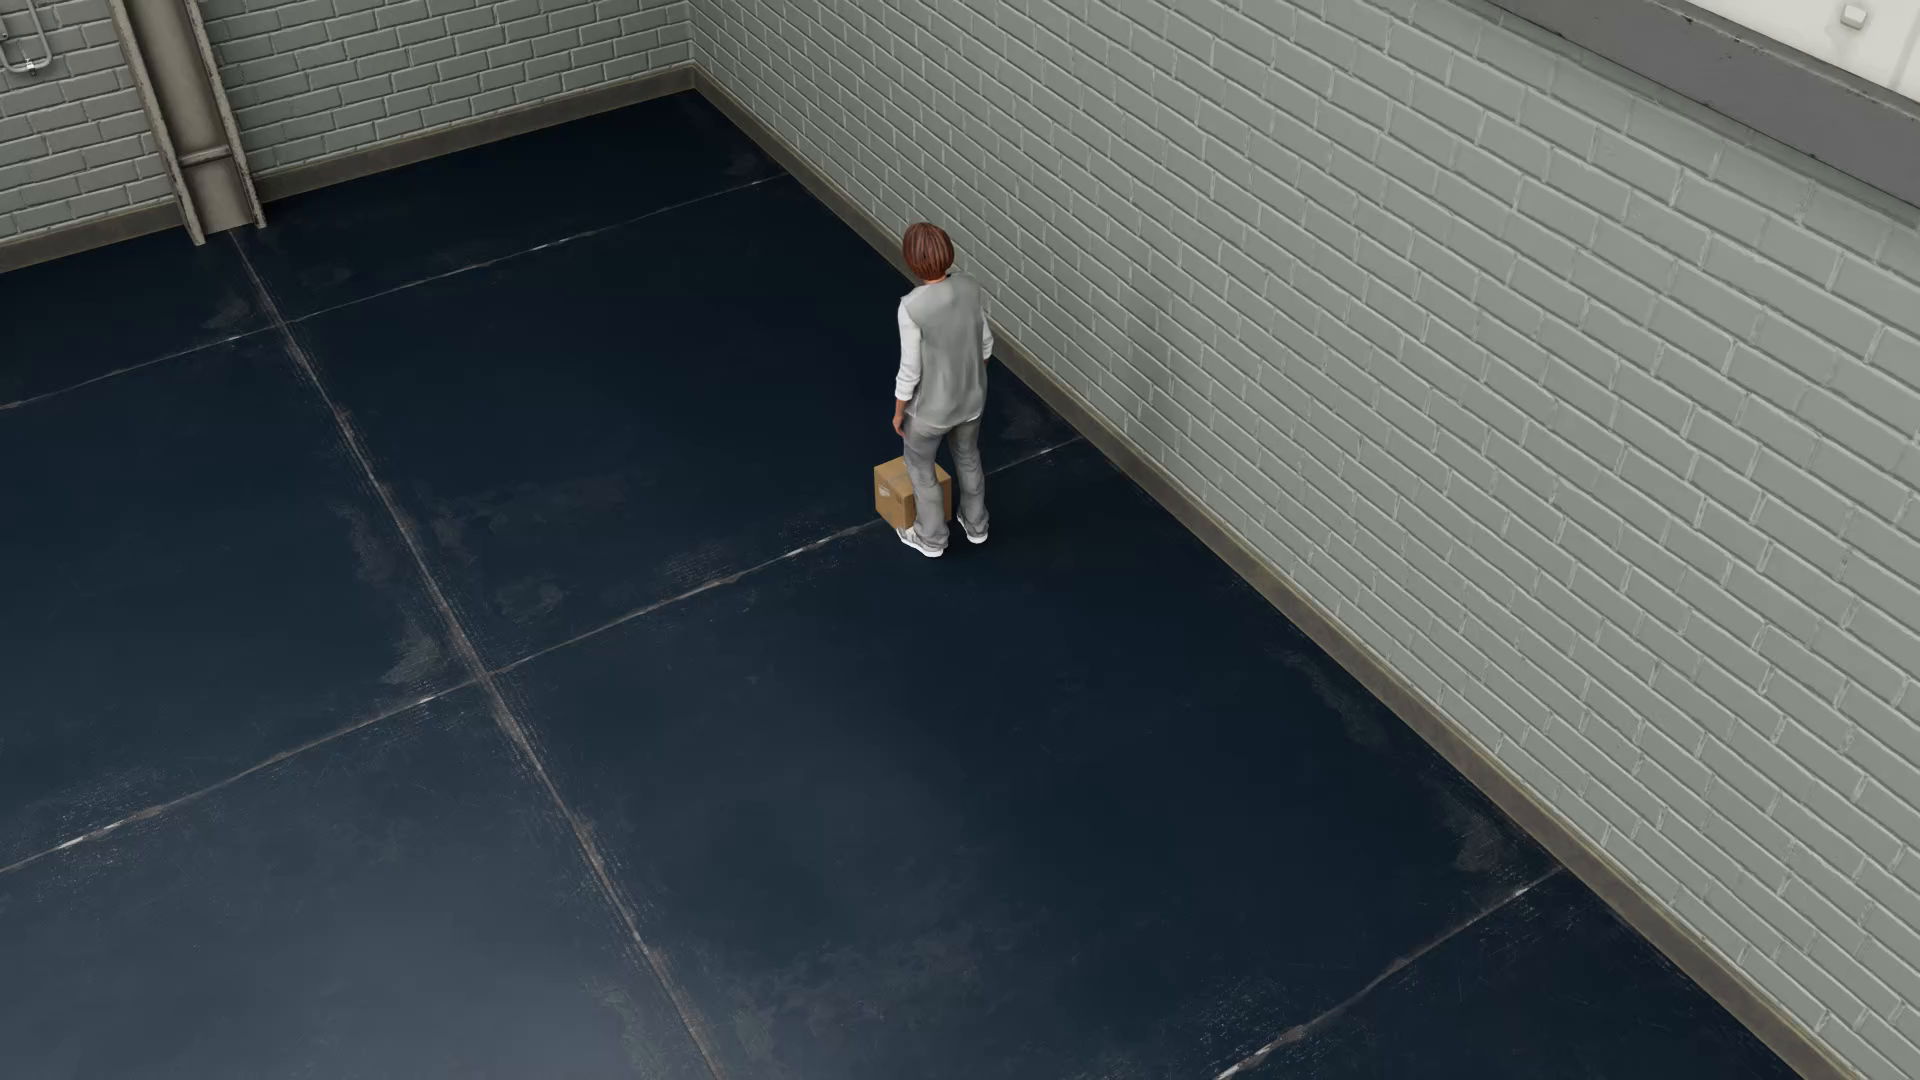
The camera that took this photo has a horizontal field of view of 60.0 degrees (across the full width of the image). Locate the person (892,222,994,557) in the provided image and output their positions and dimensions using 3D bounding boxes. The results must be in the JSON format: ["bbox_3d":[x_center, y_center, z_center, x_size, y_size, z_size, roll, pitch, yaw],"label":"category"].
[{"bbox_3d":[-0.080,-0.584,6.831,0.477,1.592,0.377,-25,47,-26],"label":"person"}]
